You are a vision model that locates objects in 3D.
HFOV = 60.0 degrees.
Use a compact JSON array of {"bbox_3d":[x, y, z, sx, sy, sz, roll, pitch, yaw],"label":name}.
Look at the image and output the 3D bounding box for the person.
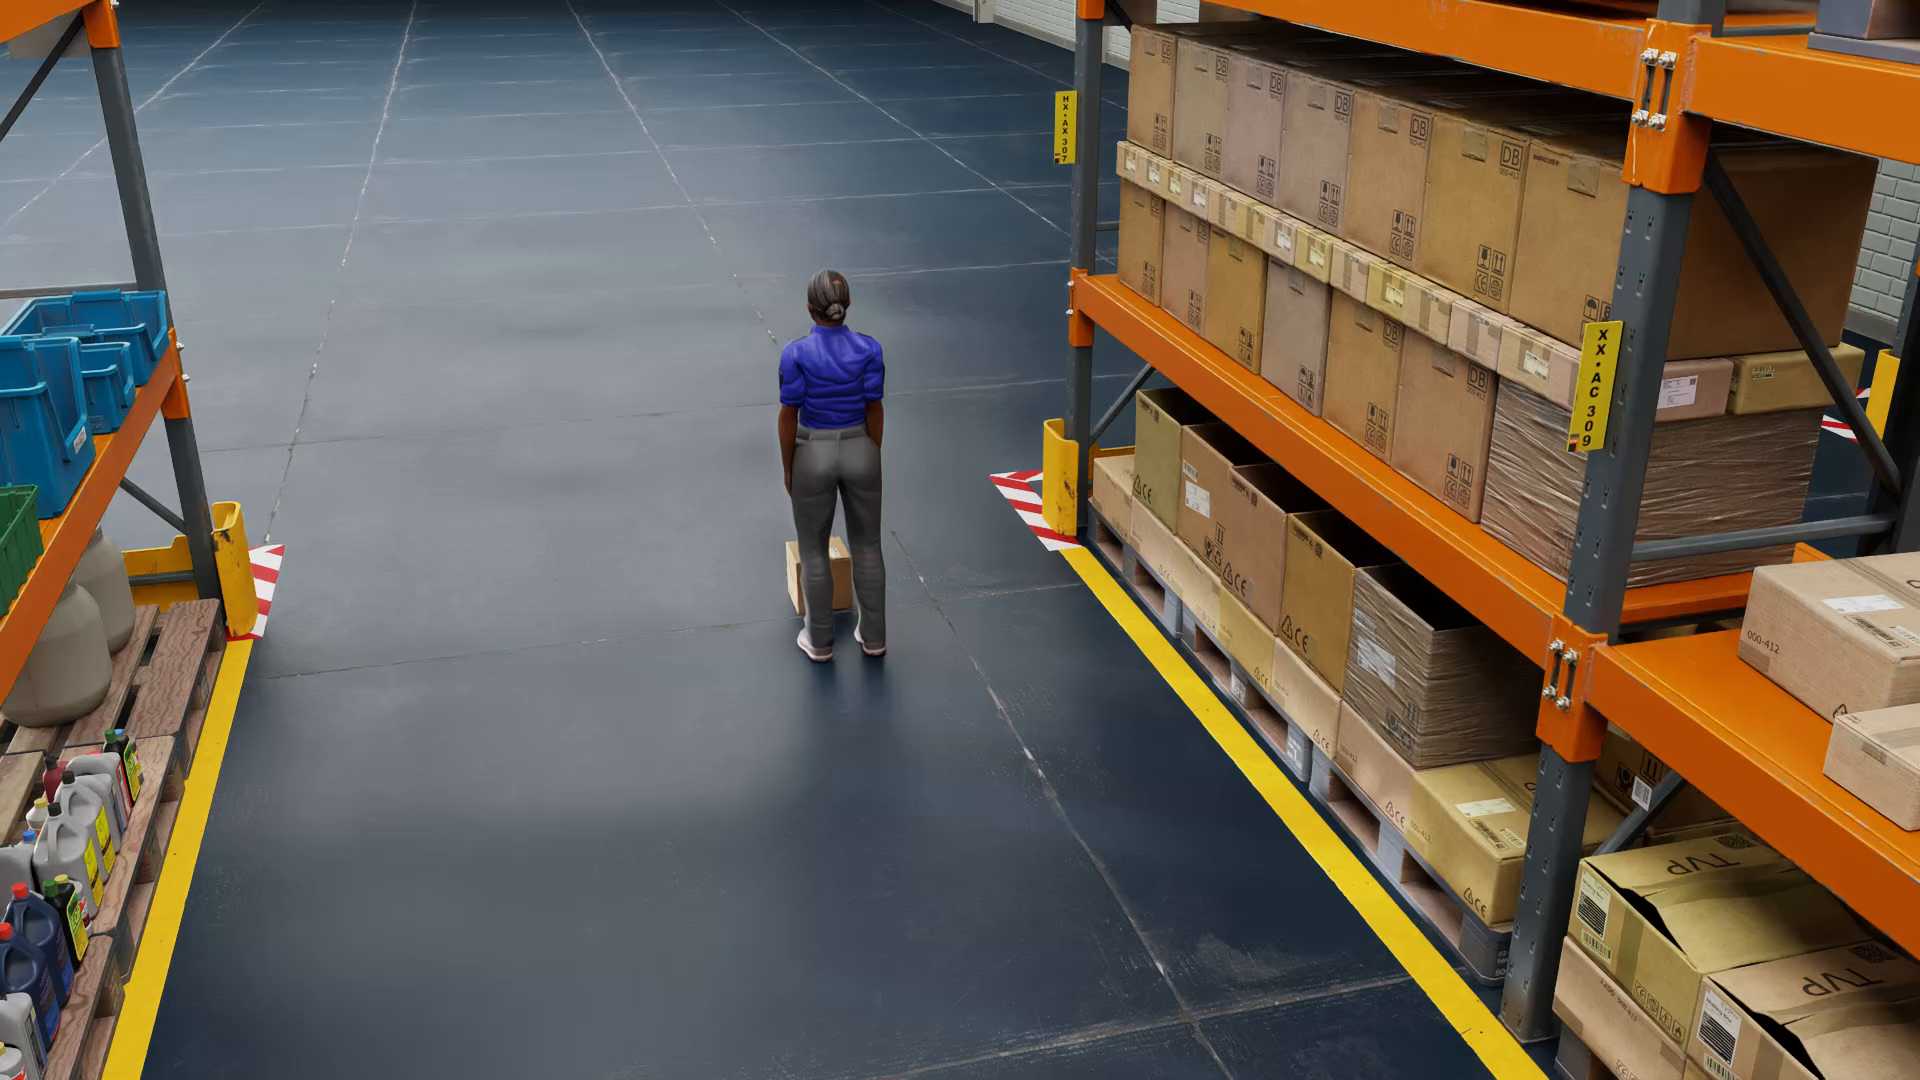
[{"bbox_3d":[-0.522,-0.298,6.806,0.436,1.658,0.304,-6,24,-13],"label":"person"}]
